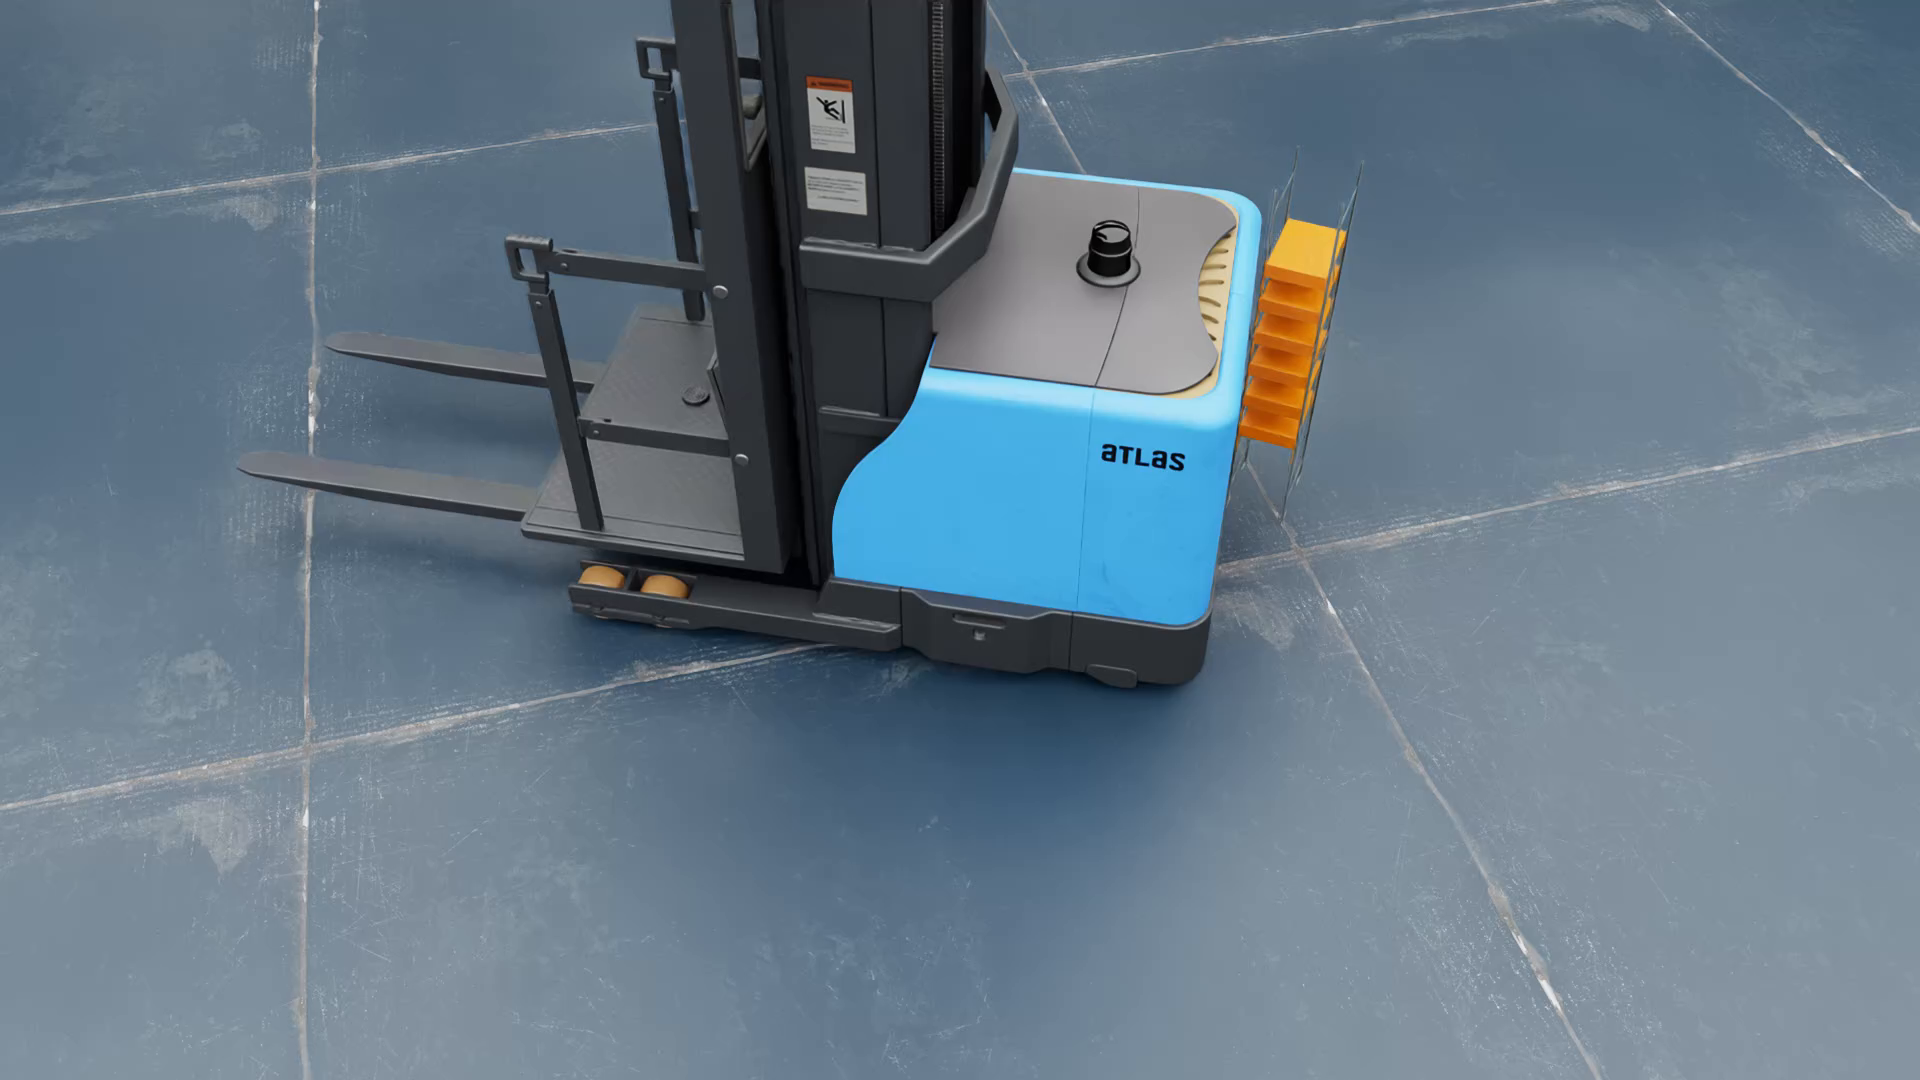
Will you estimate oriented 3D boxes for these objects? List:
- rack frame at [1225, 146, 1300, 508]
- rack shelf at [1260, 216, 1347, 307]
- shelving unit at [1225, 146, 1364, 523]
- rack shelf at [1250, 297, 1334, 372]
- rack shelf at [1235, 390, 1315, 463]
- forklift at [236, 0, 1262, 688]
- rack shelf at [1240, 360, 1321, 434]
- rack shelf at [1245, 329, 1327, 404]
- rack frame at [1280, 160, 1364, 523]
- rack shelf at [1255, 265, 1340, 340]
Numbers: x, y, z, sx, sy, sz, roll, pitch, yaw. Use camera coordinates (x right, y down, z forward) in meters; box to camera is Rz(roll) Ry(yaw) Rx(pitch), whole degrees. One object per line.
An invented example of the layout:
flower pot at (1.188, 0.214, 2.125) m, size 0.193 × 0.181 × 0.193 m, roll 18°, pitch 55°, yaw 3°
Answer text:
rack frame at (0.901, -0.603, 5.001) m, size 0.006 × 1.200 × 0.240 m, roll 17°, pitch 48°, yaw 16°
rack shelf at (0.985, -0.799, 4.751) m, size 0.180 × 0.103 × 0.258 m, roll 17°, pitch 48°, yaw 16°
shelving unit at (0.985, -0.578, 4.976) m, size 0.189 × 1.200 × 0.258 m, roll 17°, pitch 48°, yaw 16°
rack shelf at (0.985, -0.631, 4.922) m, size 0.180 × 0.103 × 0.258 m, roll 17°, pitch 48°, yaw 16°
rack shelf at (0.985, -0.379, 5.179) m, size 0.180 × 0.103 × 0.258 m, roll 17°, pitch 48°, yaw 16°
forklift at (-0.702, -1.124, 4.299) m, size 3.031 × 2.935 × 1.130 m, roll 8°, pitch 46°, yaw 8°
rack shelf at (0.985, -0.463, 5.094) m, size 0.180 × 0.103 × 0.258 m, roll 17°, pitch 48°, yaw 16°
rack shelf at (0.985, -0.547, 5.008) m, size 0.180 × 0.103 × 0.258 m, roll 17°, pitch 48°, yaw 16°
rack frame at (1.070, -0.552, 4.951) m, size 0.006 × 1.200 × 0.240 m, roll 17°, pitch 48°, yaw 16°
rack shelf at (0.985, -0.715, 4.836) m, size 0.180 × 0.103 × 0.258 m, roll 17°, pitch 48°, yaw 16°
